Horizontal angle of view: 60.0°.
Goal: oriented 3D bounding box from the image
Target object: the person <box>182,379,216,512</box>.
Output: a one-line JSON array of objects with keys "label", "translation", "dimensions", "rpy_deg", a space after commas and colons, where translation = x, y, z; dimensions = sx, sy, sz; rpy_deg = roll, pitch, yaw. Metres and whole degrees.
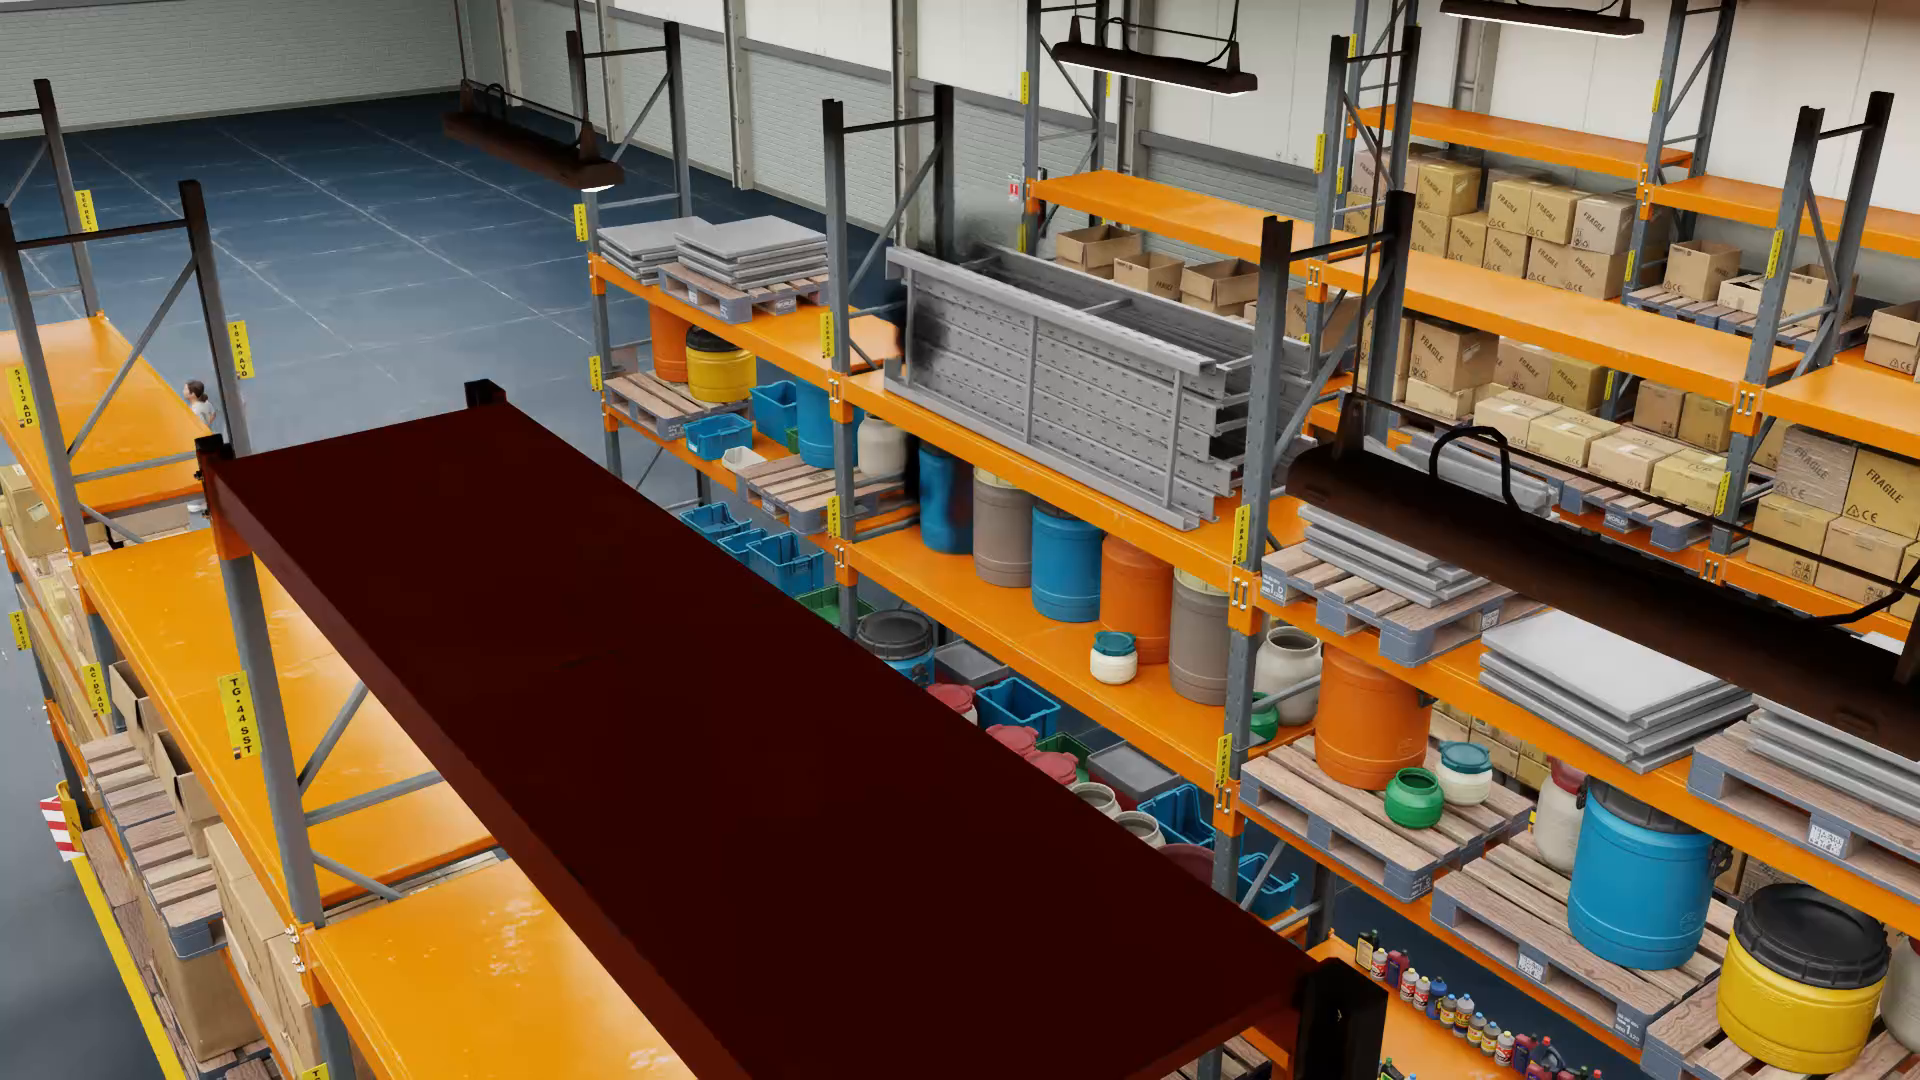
[{"label": "person", "translation": [-8.817, -1.101, 19.434], "dimensions": [0.752, 1.617, 0.571], "rpy_deg": [-5, 25, -11]}]
